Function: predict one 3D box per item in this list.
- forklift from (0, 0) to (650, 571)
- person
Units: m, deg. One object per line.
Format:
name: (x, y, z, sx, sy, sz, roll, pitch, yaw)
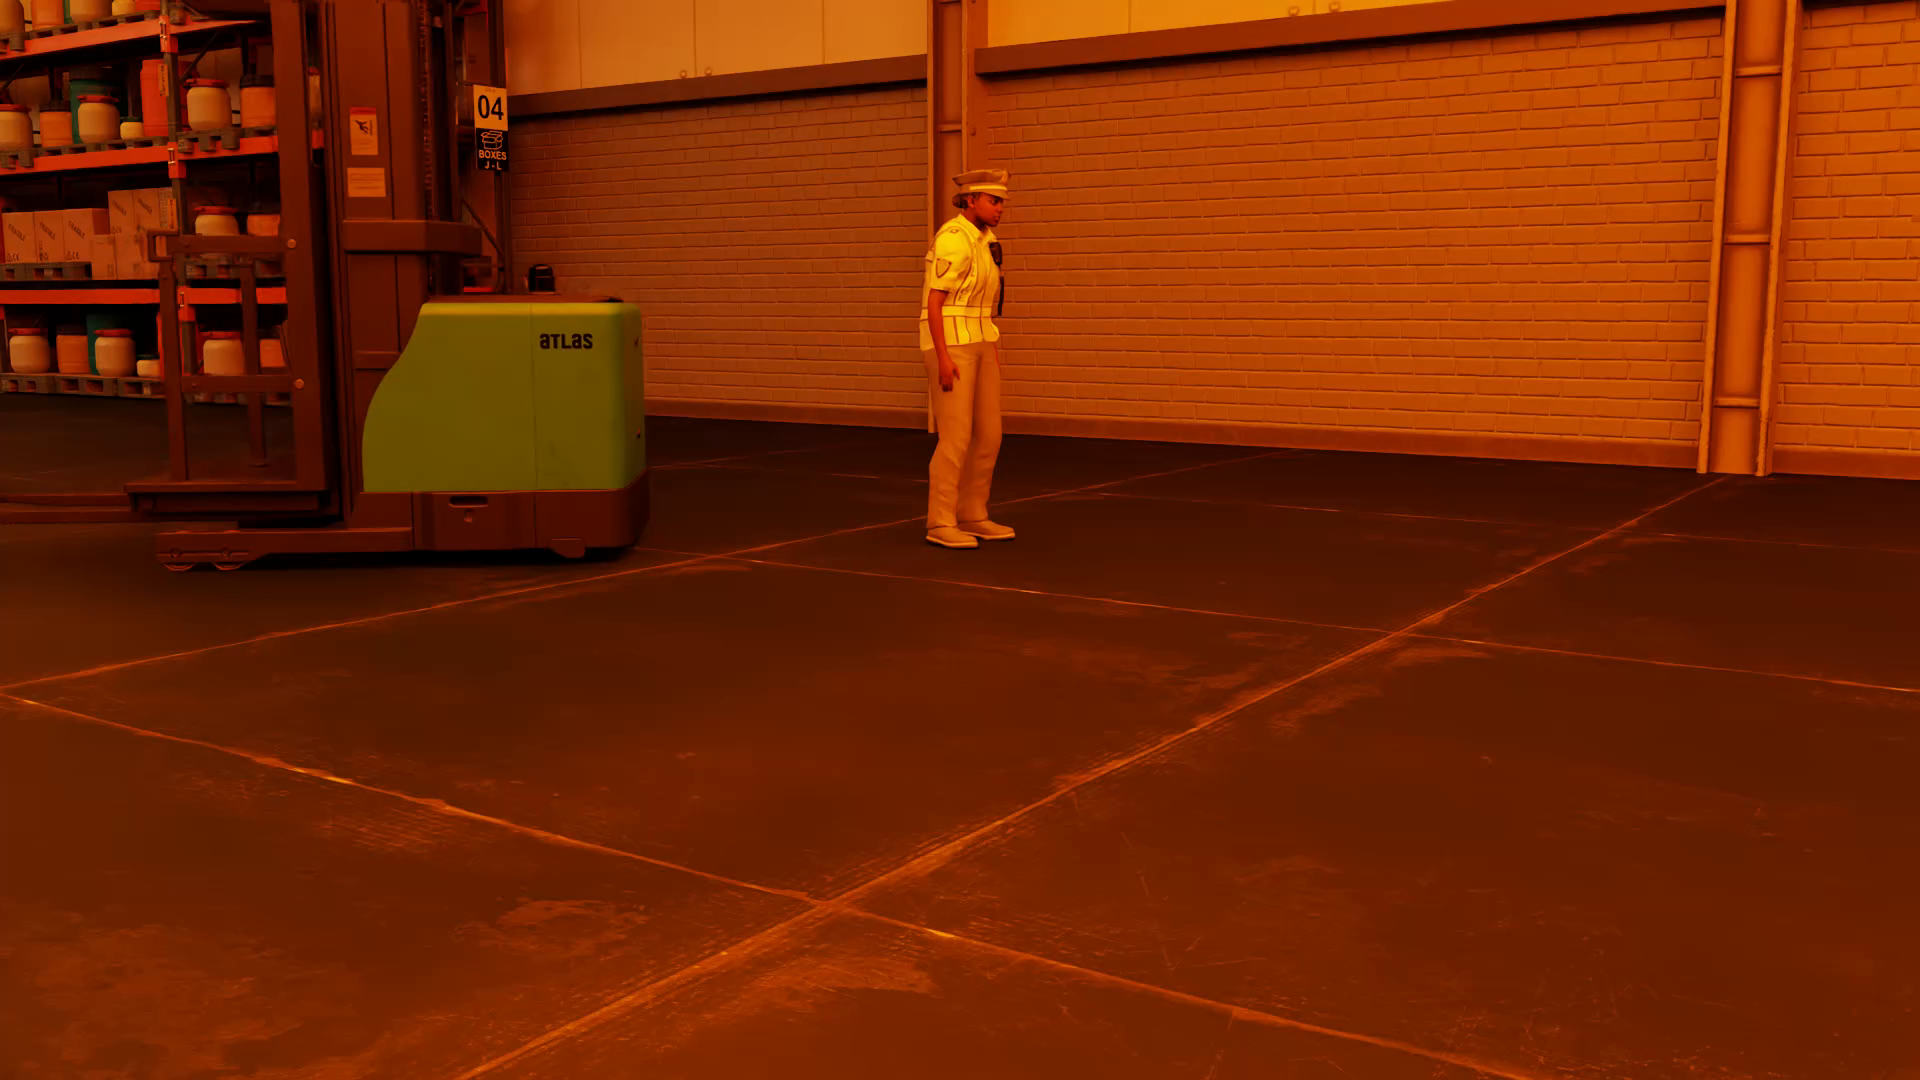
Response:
forklift: (-2.924, -1.402, 7.055, 3.031, 2.935, 1.130, -1, 8, -5)
person: (0.030, -0.816, 7.467, 0.393, 1.657, 0.513, 5, 10, 32)
